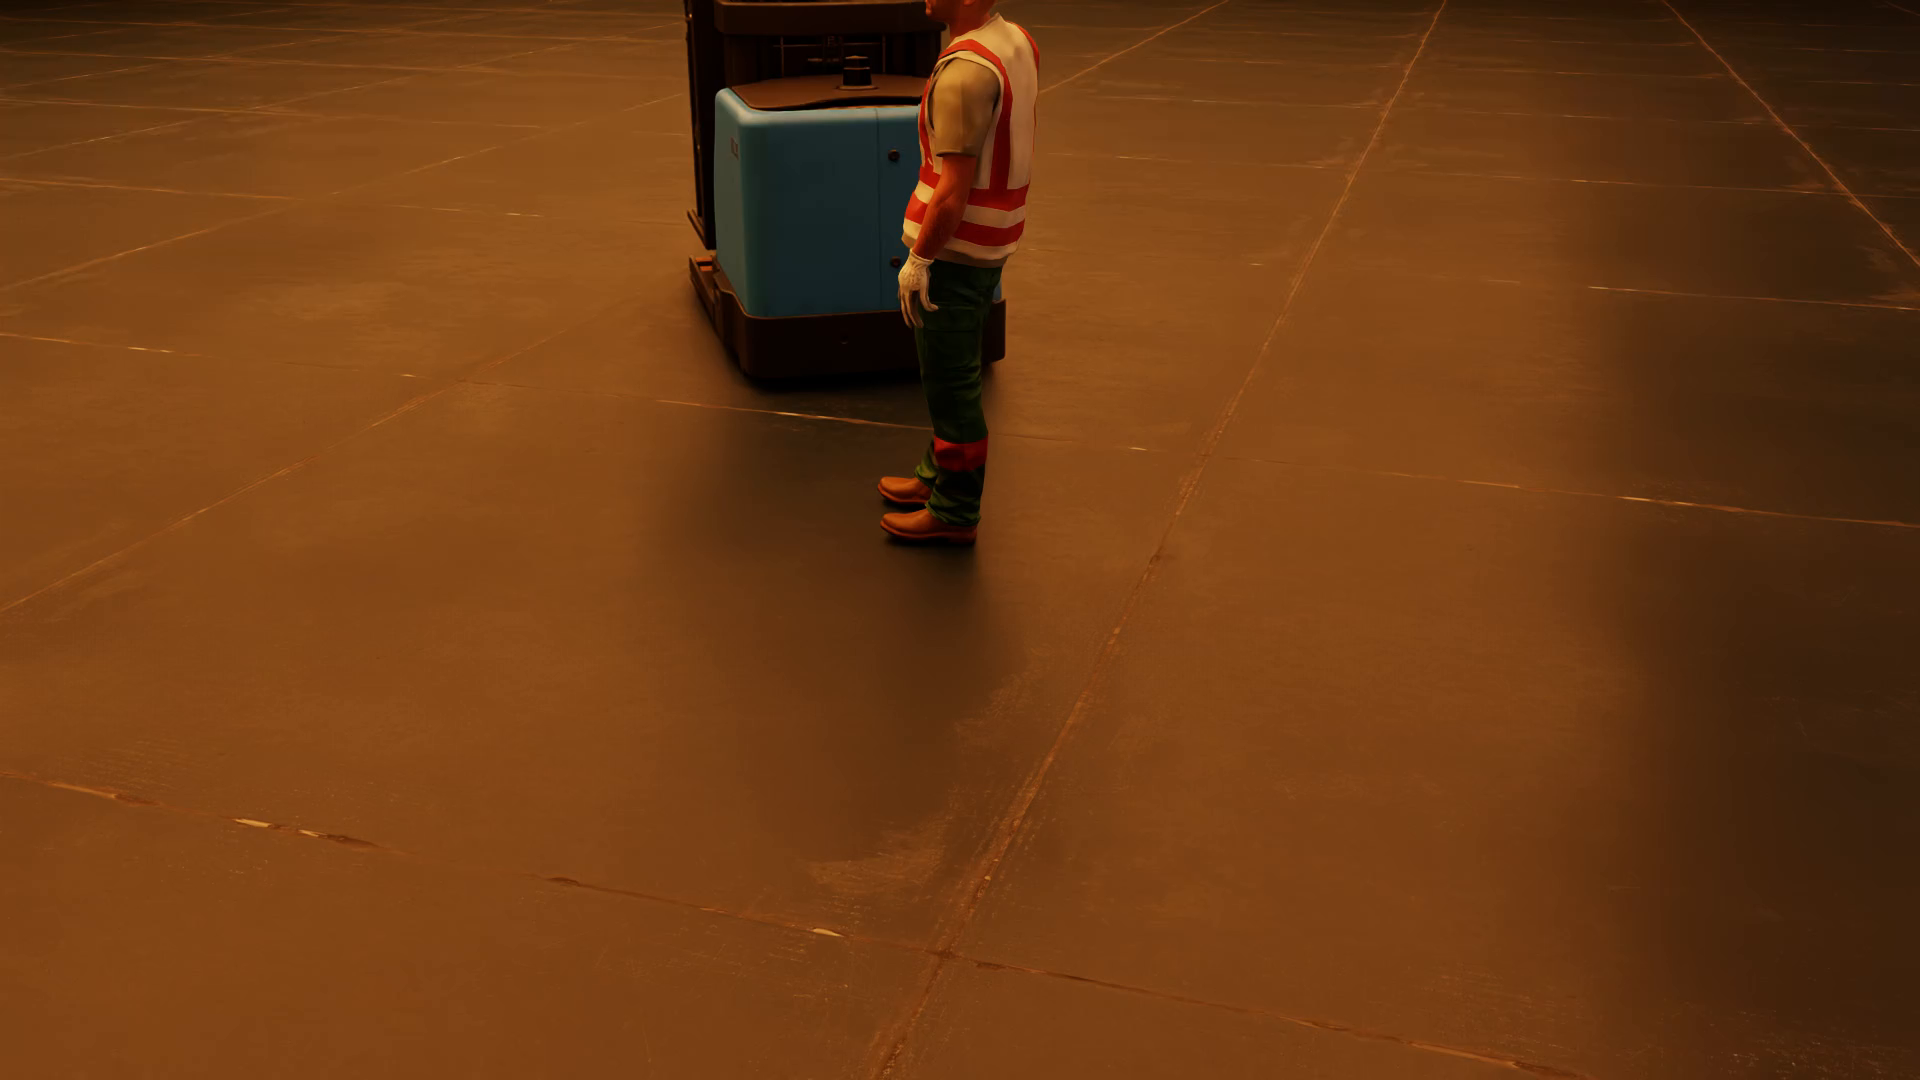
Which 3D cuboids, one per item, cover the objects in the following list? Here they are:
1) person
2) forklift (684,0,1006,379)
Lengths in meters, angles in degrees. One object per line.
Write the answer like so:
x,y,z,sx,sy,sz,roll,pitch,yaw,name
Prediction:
-0.073,-0.847,4.809,0.564,1.787,0.637,7,23,16,person
-0.684,-2.514,7.370,1.130,2.935,3.031,-6,23,-14,forklift
